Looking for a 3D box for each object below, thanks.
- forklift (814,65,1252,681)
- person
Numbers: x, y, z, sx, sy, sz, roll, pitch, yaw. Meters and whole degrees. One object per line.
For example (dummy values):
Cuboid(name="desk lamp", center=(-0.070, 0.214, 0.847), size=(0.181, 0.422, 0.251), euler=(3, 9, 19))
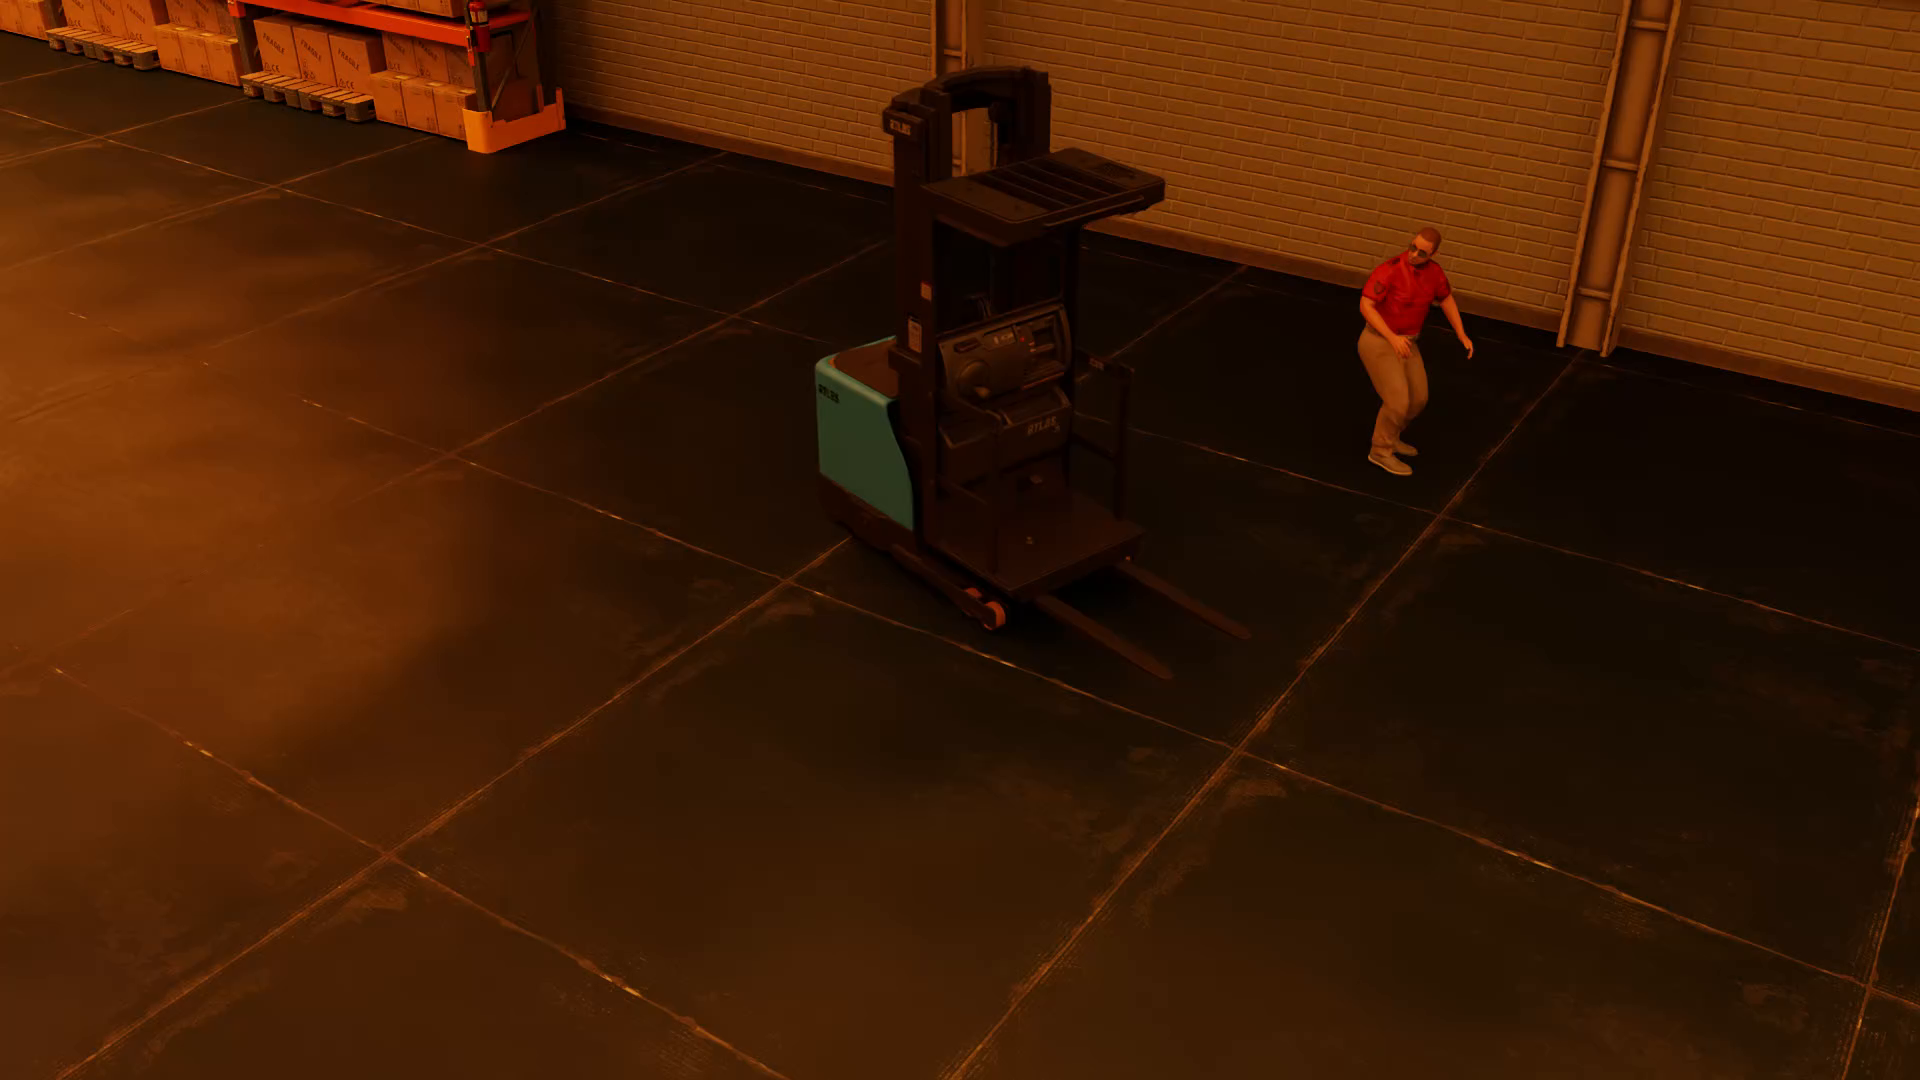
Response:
Cuboid(name="forklift", center=(0.399, -1.031, 9.357), size=(1.130, 2.935, 3.031), euler=(-22, 37, -33))
Cuboid(name="person", center=(2.990, -1.265, 11.049), size=(0.775, 1.680, 0.572), euler=(-20, 36, -31))
